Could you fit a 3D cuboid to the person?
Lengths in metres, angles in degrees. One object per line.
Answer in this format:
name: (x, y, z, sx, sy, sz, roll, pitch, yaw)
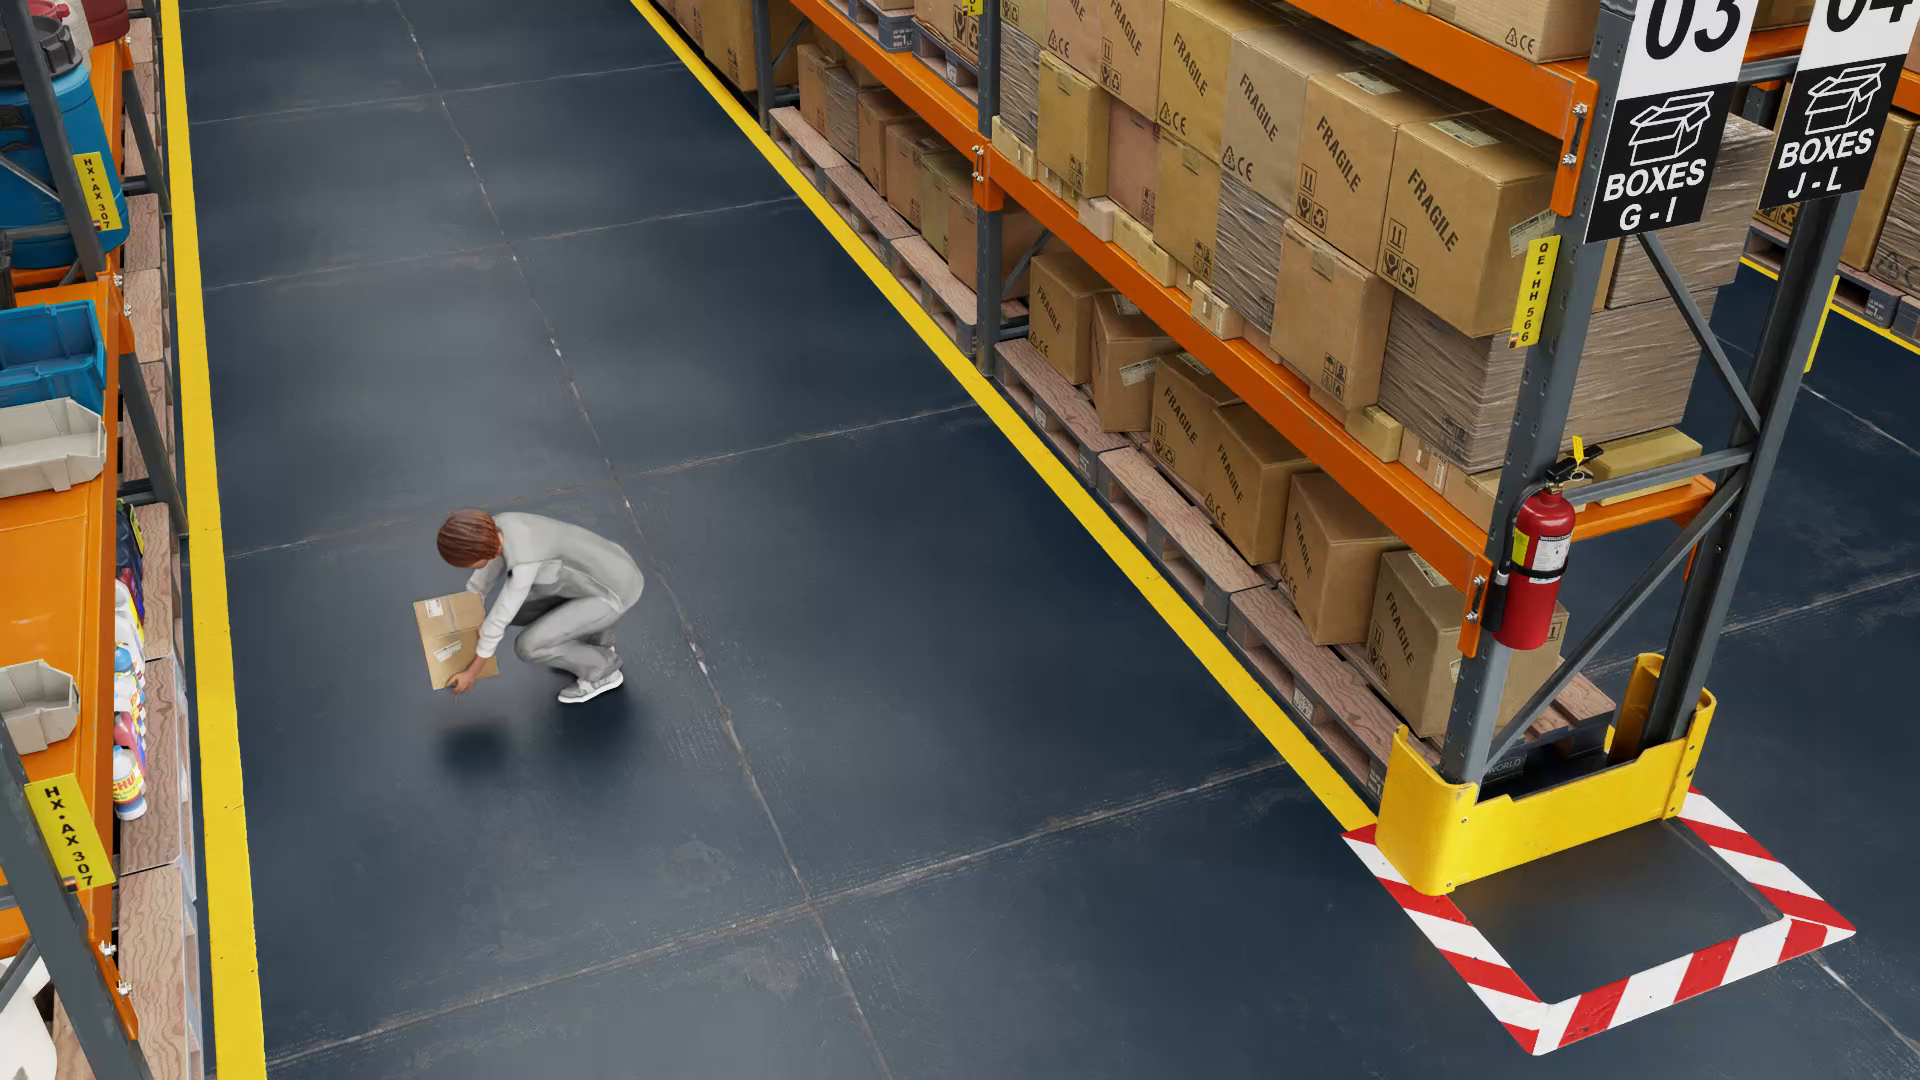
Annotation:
person: (-1.640, 0.216, 6.468, 0.825, 0.894, 0.425, -14, 36, -20)
